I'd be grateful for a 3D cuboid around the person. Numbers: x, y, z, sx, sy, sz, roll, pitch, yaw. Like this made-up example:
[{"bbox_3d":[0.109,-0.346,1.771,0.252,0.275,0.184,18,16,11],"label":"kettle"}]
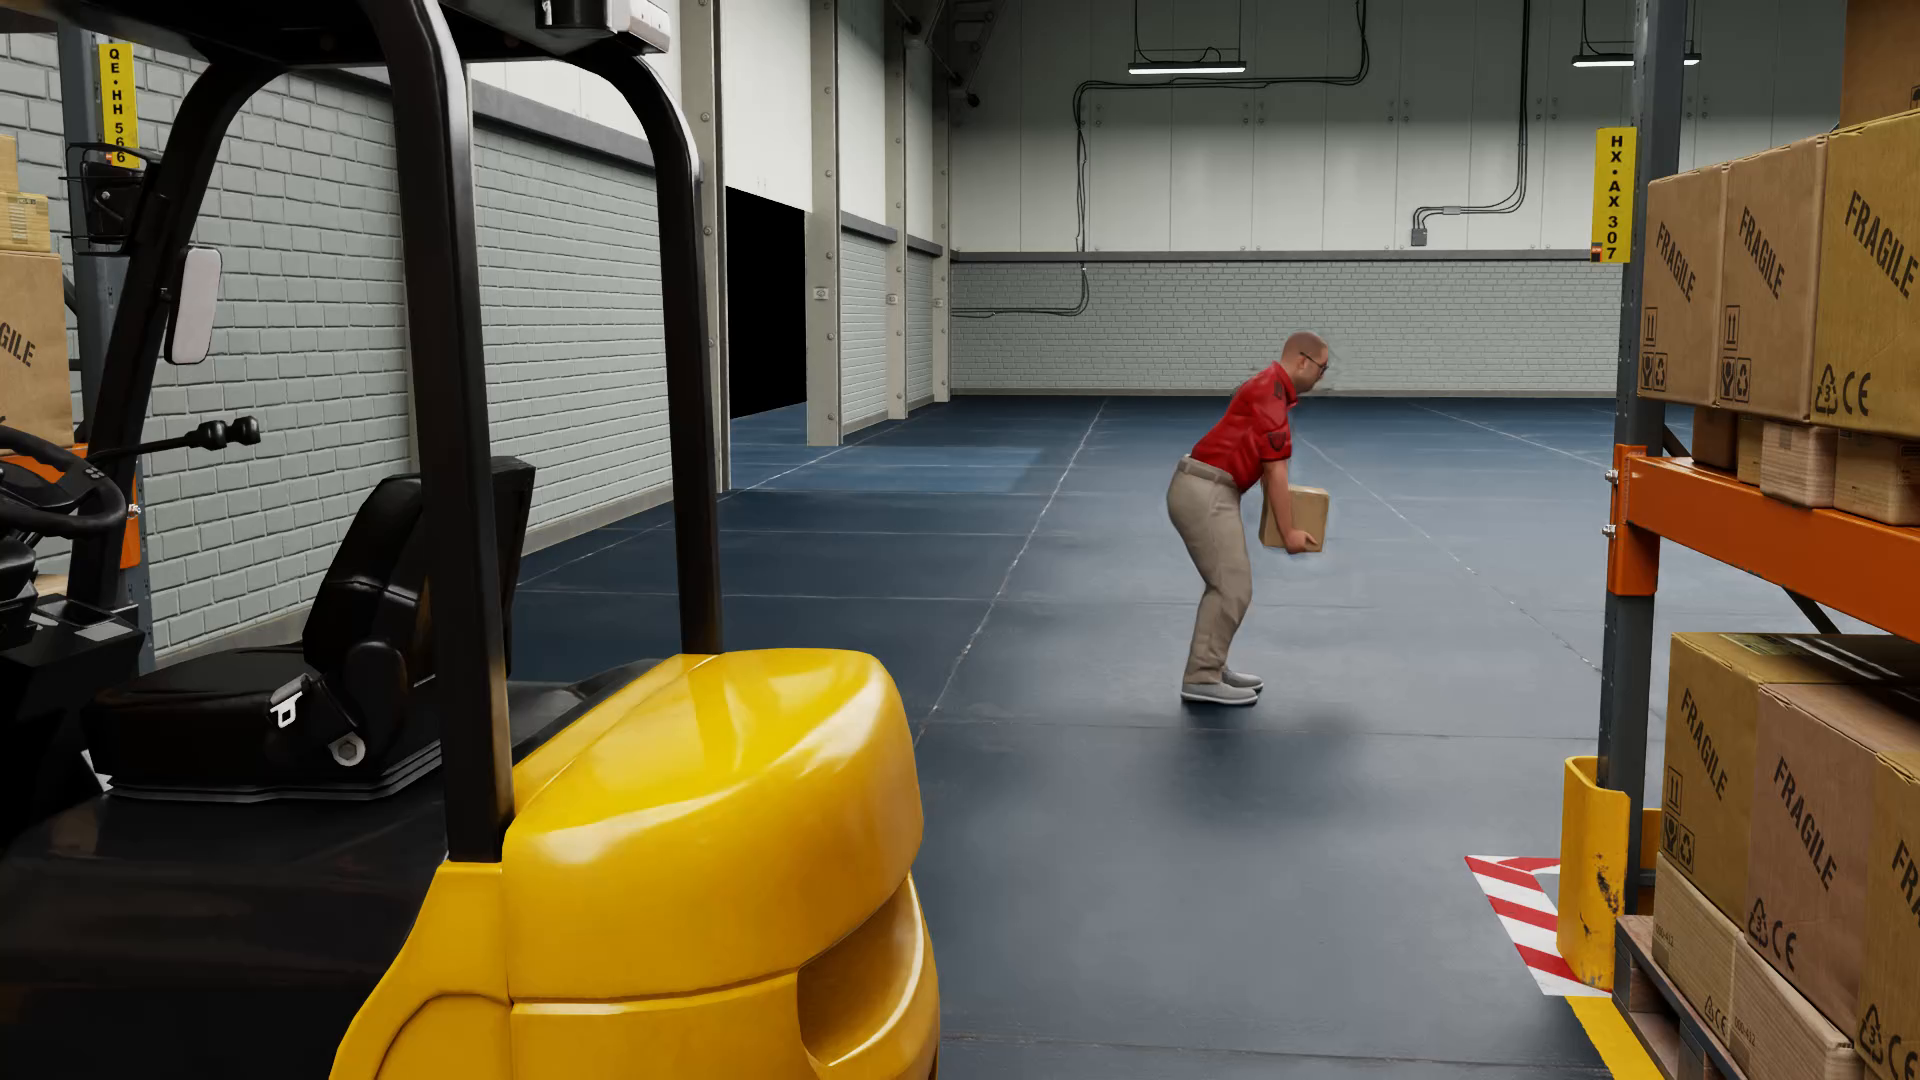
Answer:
[{"bbox_3d":[1.195,-0.159,7.200,0.581,1.700,0.483,1,8,5],"label":"person"}]
